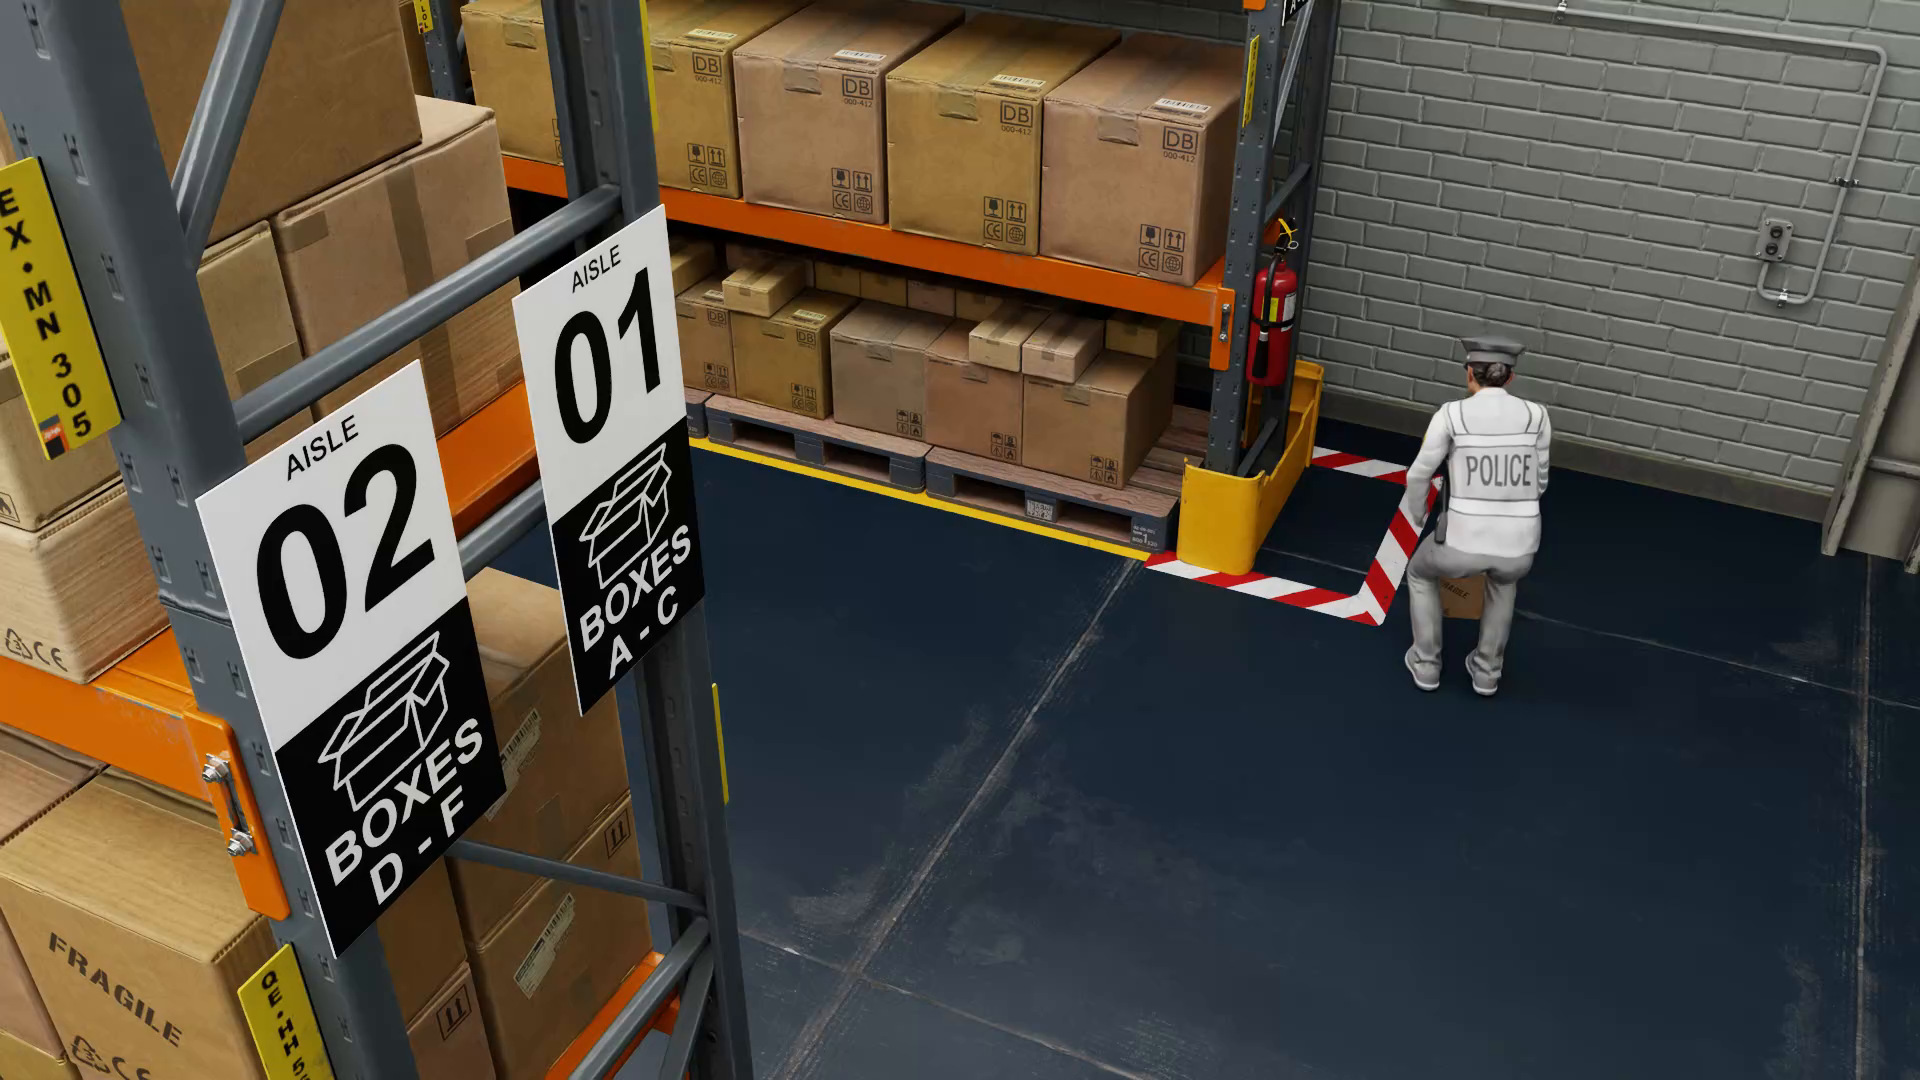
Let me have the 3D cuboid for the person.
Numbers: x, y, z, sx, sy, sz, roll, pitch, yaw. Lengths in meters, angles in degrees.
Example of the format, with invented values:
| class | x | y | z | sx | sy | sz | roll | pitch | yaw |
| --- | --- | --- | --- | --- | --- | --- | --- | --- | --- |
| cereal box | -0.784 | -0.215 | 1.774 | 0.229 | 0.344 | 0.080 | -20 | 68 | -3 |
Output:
| class | x | y | z | sx | sy | sz | roll | pitch | yaw |
| --- | --- | --- | --- | --- | --- | --- | --- | --- | --- |
| person | 1.989 | -0.074 | 6.471 | 0.534 | 1.429 | 0.674 | 4 | 34 | 6 |
